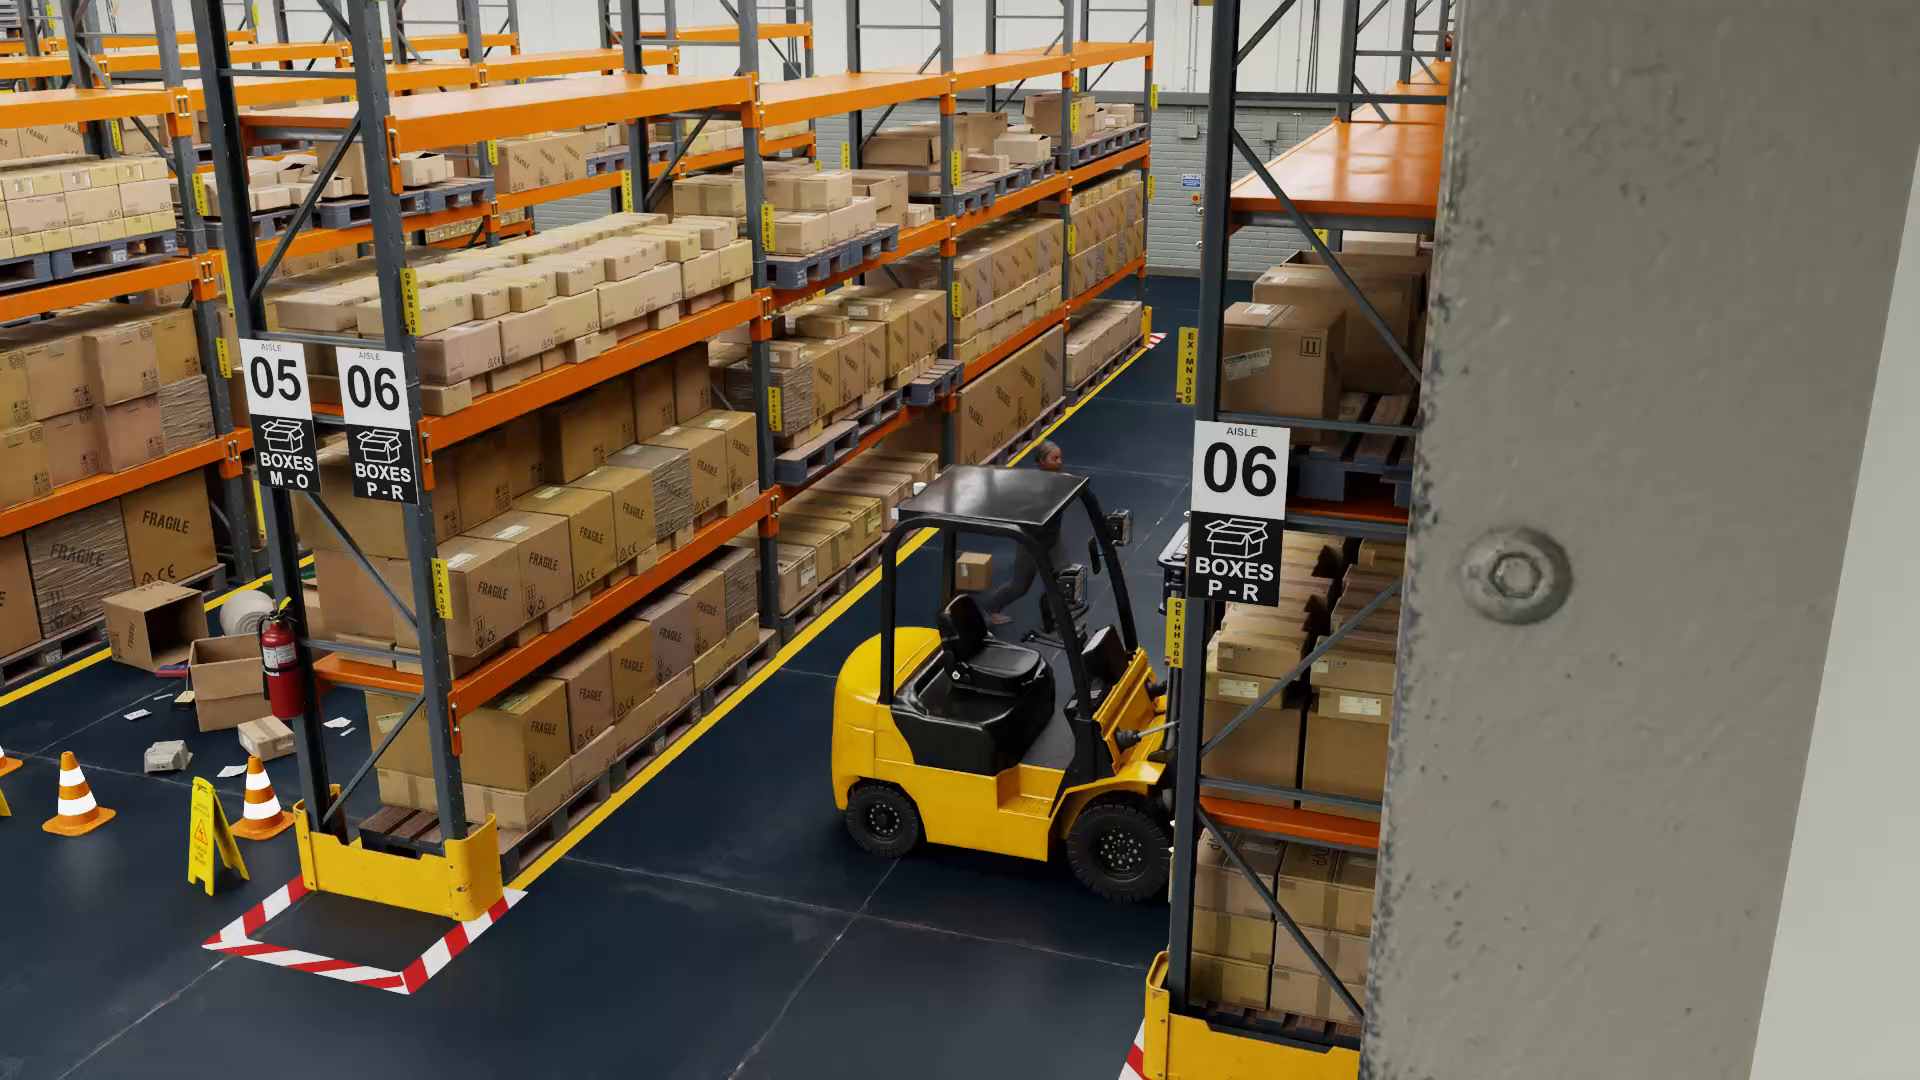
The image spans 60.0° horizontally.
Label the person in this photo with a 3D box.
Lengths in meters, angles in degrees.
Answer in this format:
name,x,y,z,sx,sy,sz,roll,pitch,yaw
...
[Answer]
name,x,y,z,sx,sy,sz,roll,pitch,yaw
person,0.589,0.006,12.828,0.986,1.607,0.462,13,23,34
